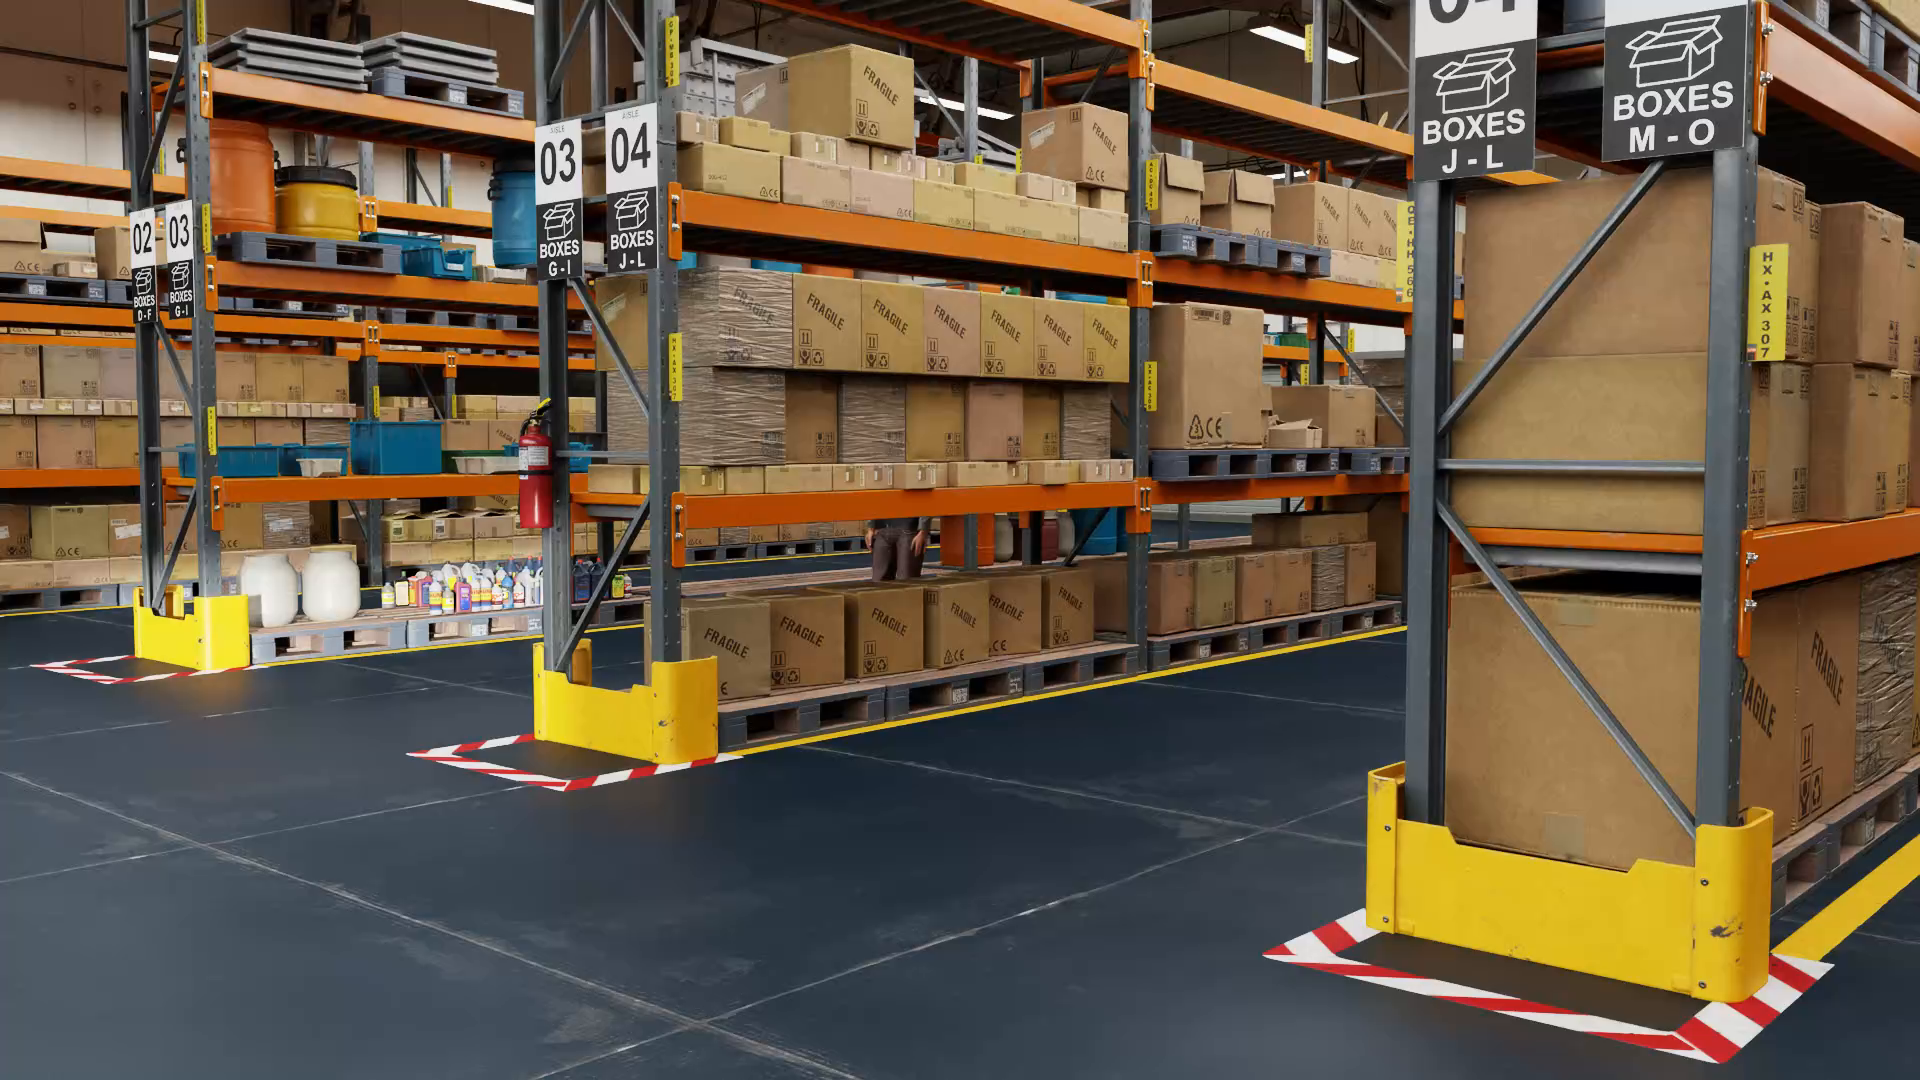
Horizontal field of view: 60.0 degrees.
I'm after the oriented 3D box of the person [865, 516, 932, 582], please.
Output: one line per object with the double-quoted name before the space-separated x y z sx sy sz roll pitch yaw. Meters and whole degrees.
"person" -0.439 -0.025 12.321 0.584 1.721 0.412 3 5 40
